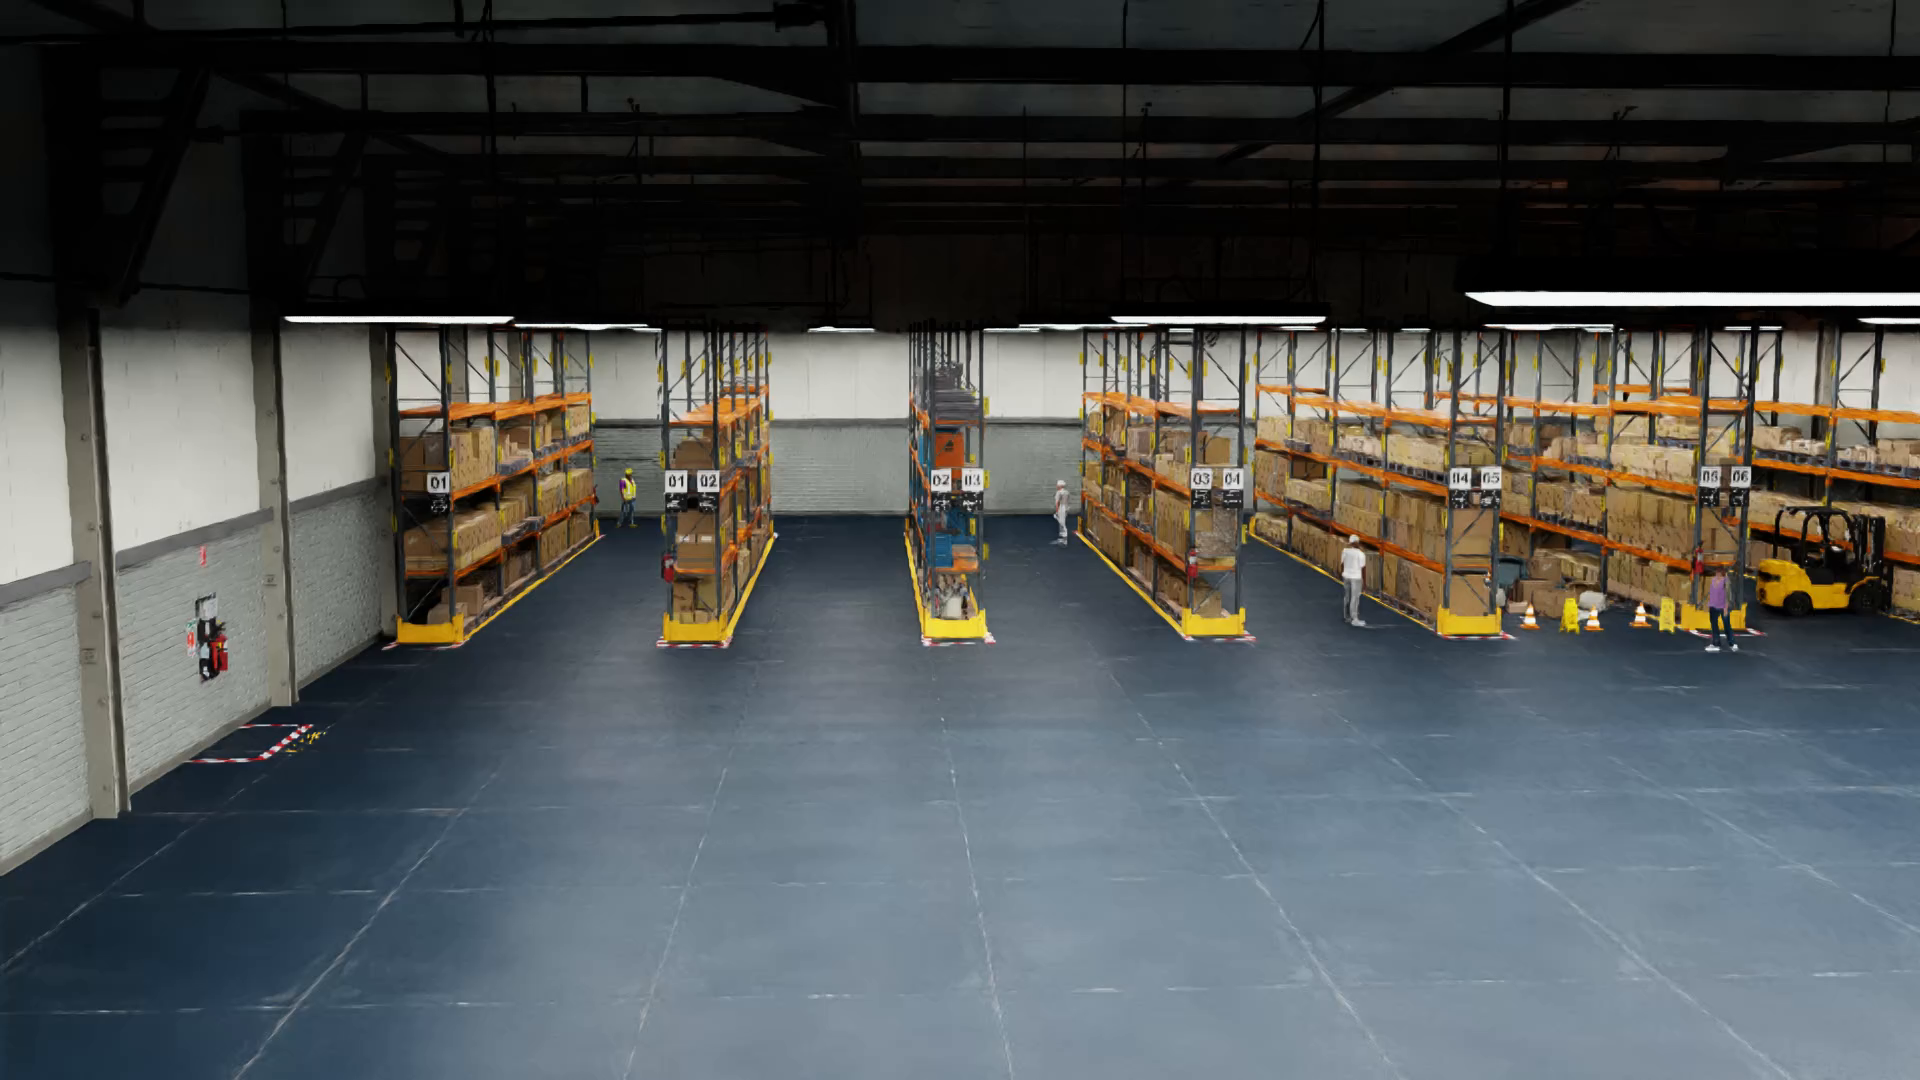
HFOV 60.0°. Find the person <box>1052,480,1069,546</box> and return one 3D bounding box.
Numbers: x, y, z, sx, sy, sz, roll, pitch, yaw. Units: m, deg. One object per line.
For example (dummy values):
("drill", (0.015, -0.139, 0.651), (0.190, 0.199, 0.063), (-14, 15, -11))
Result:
("person", (2.724, -0.752, 45.137), (0.577, 1.785, 0.655), (3, 8, 26))

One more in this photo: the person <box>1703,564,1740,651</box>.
("person", (13.851, 1.226, 30.135), (0.433, 1.594, 0.594), (-4, 8, -28))

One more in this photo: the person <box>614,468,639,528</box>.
("person", (-9.913, -1.235, 49.292), (0.466, 1.766, 0.714), (5, 9, 36))

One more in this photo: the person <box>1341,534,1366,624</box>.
("person", (7.832, 0.761, 32.977), (0.452, 1.768, 0.632), (-5, 9, -34))
